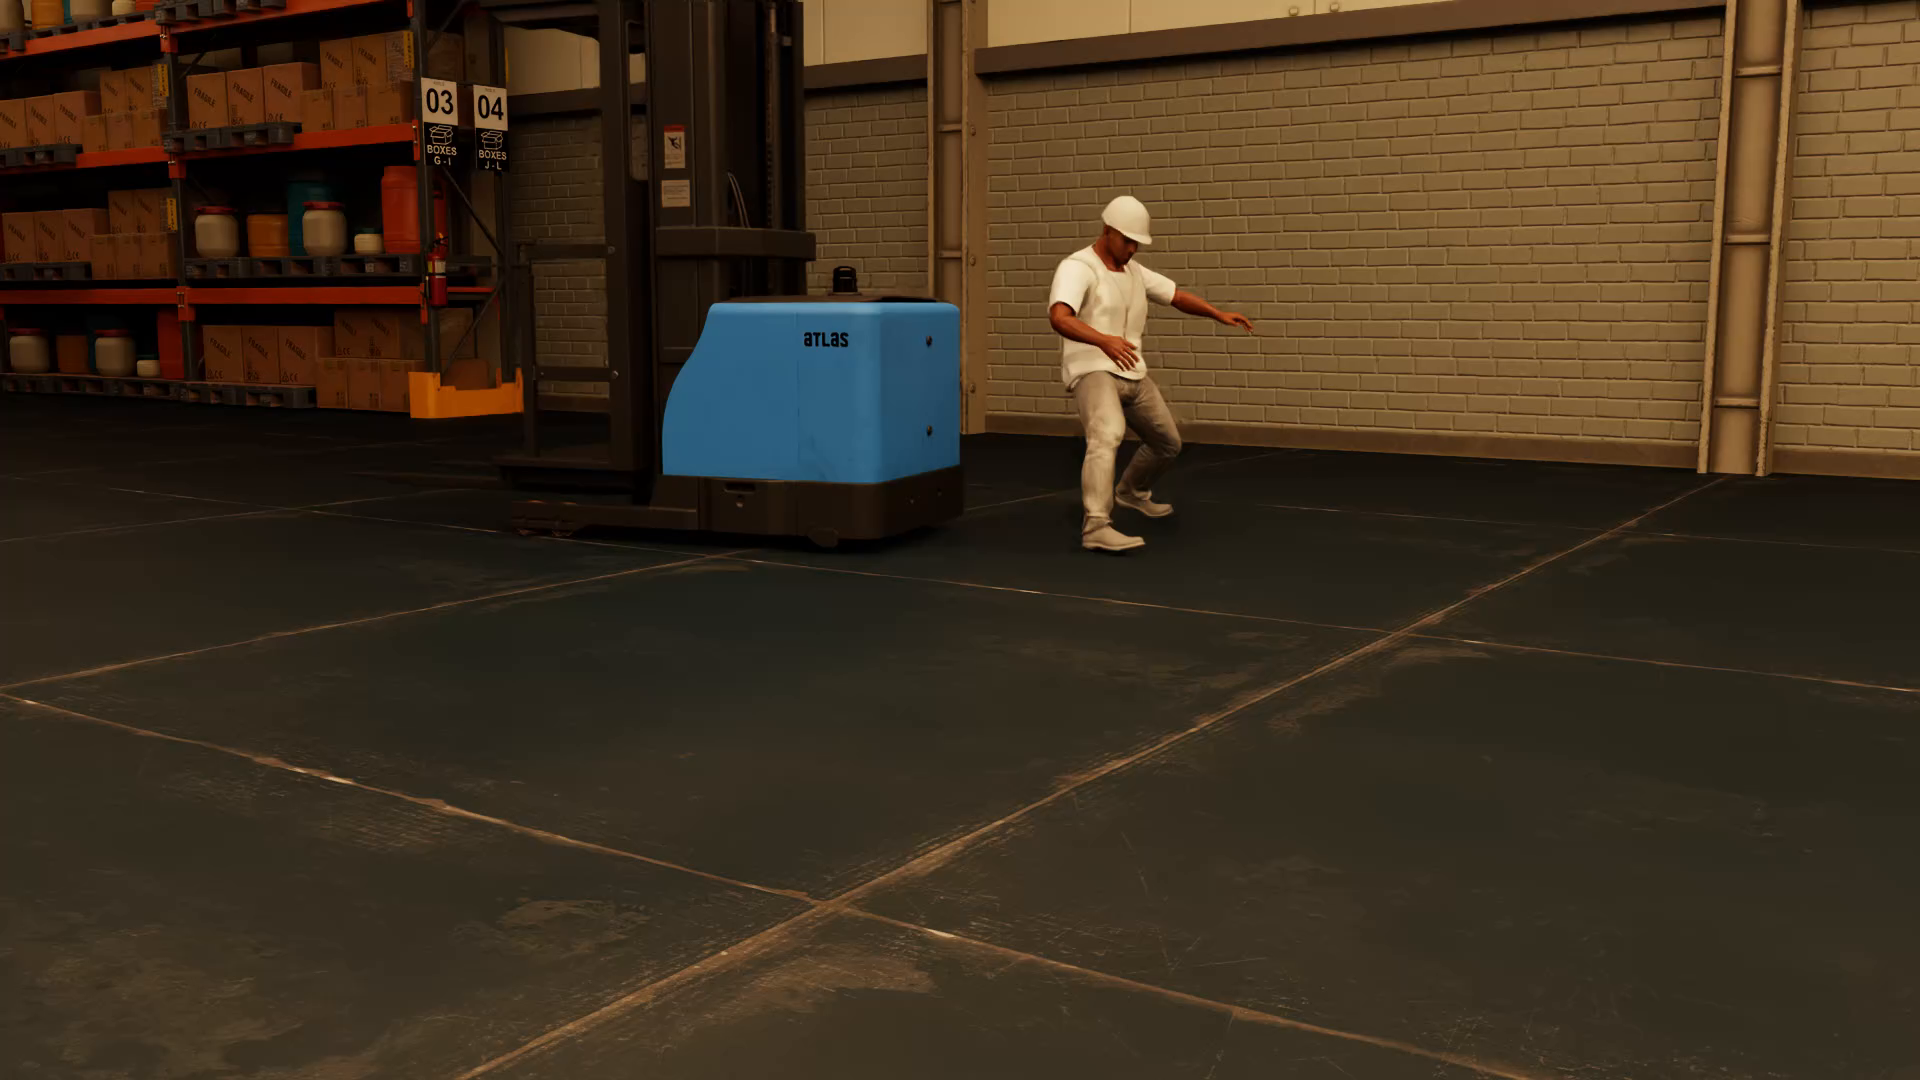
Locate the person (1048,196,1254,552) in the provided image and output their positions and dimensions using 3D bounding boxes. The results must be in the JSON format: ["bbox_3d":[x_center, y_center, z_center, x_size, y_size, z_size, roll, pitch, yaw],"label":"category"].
[{"bbox_3d":[0.830,-0.799,7.692,1.236,1.558,0.956,-8,11,-44],"label":"person"}]

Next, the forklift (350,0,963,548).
[{"bbox_3d":[-1.551,-1.526,7.926,3.031,2.935,1.130,3,9,23],"label":"forklift"}]
